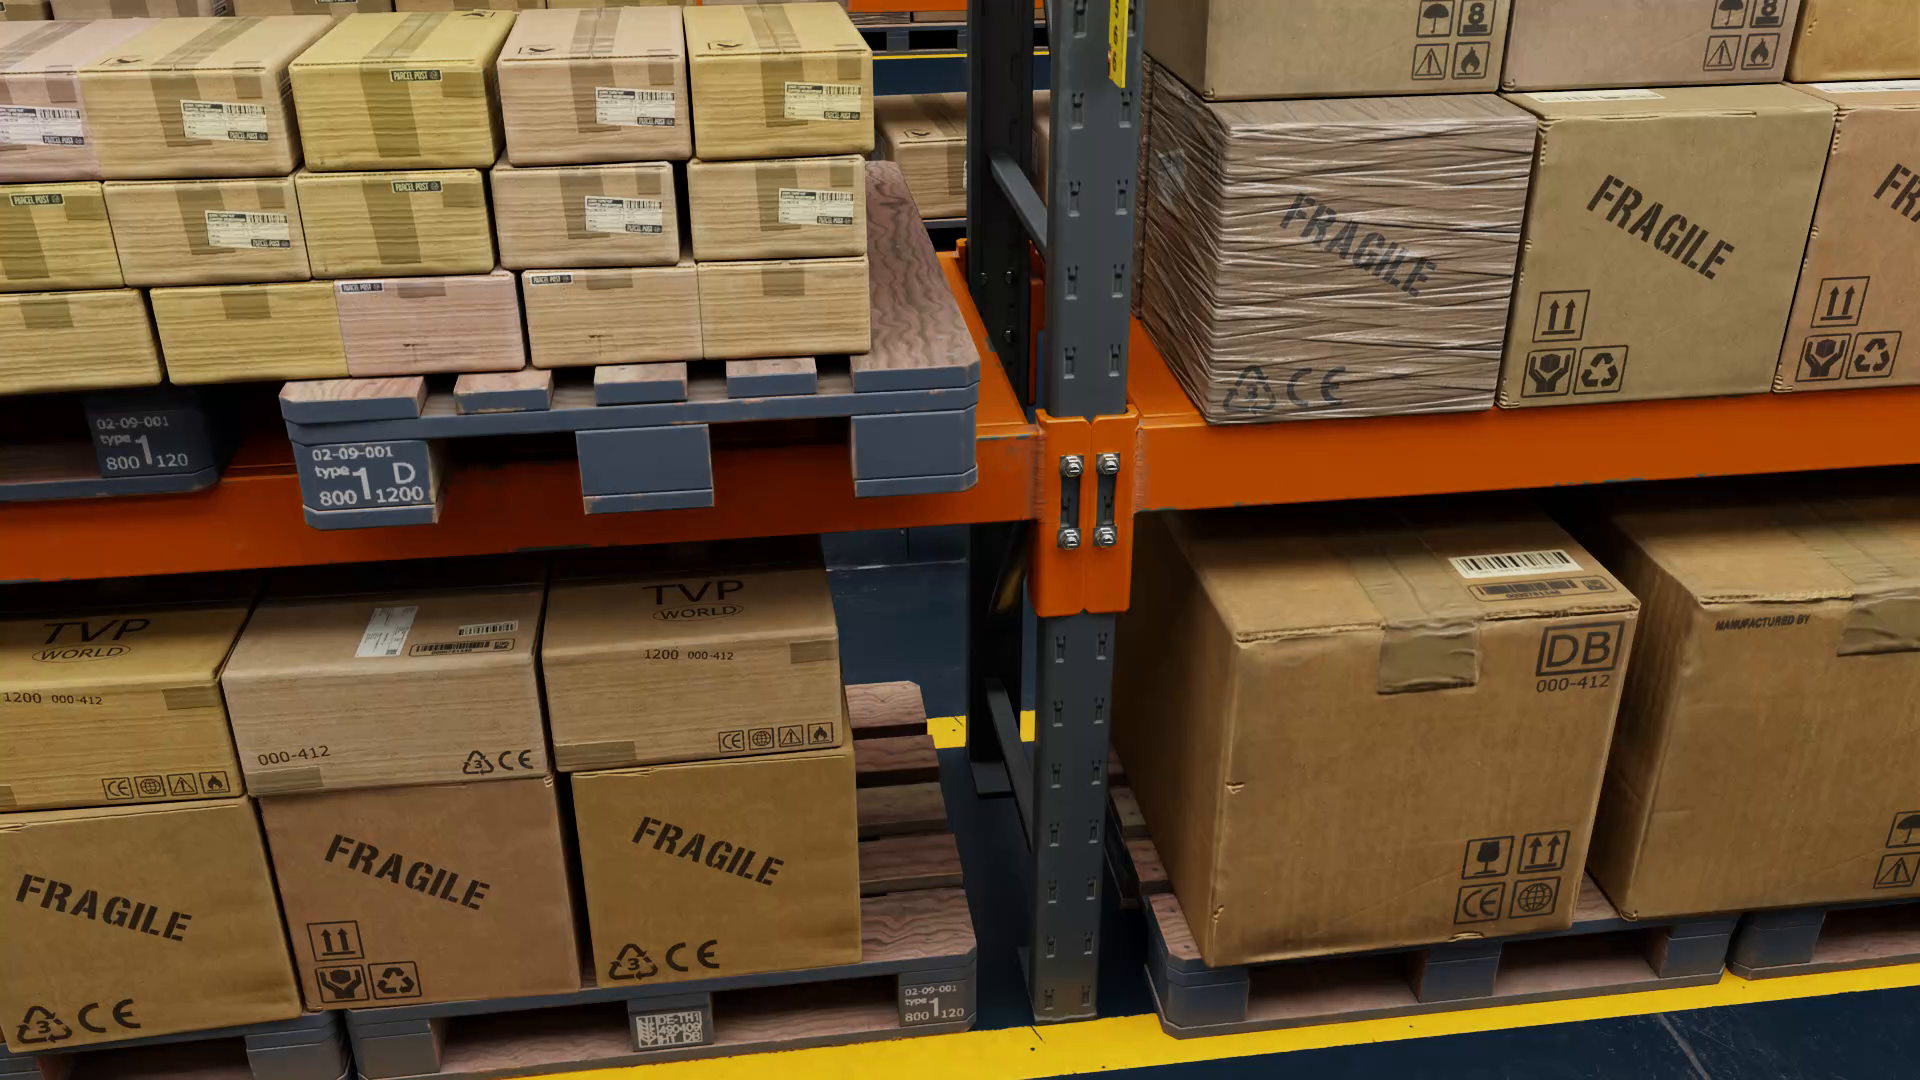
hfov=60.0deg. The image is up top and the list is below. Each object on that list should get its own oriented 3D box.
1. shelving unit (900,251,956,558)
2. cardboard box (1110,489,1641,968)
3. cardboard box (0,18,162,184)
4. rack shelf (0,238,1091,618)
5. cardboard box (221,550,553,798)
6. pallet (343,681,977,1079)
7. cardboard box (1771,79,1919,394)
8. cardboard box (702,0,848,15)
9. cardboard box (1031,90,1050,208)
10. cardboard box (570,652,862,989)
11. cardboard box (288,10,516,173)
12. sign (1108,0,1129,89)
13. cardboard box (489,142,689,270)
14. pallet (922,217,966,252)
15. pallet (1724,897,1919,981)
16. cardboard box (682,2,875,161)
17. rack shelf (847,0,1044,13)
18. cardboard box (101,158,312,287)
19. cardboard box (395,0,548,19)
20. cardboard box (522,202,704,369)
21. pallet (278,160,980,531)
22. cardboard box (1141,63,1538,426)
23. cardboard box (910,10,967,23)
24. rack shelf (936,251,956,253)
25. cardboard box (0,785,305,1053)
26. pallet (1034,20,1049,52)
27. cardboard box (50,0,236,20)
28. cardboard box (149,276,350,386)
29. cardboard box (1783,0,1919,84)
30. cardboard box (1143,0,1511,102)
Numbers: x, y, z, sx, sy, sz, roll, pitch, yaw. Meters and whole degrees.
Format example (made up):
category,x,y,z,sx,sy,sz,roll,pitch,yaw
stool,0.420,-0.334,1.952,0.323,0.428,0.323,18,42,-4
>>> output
category,x,y,z,sx,sy,sz,roll,pitch,yaw
shelving unit,-0.053,-0.464,5.004,0.252,1.050,0.215,-4,27,-7
cardboard box,0.760,0.230,3.521,0.750,0.750,1.050,-4,27,-8
cardboard box,-1.289,-0.625,2.345,0.250,0.149,0.380,-4,27,-7
rack shelf,-1.836,-0.139,3.023,4.000,0.370,1.077,-4,27,-7
cardboard box,-0.995,0.205,3.022,0.500,0.250,0.500,-3,27,-6
pallet,-0.629,0.703,3.648,1.213,0.211,1.003,-4,27,-7
cardboard box,1.629,-0.603,3.029,0.500,0.500,0.500,-4,27,-7
cardboard box,-0.344,-0.984,3.045,0.250,0.149,0.380,-4,27,-7
cardboard box,0.645,-1.917,8.119,0.625,0.372,0.950,-4,27,-8
cardboard box,-0.471,0.499,3.270,0.500,0.500,0.500,-4,27,-7
cardboard box,-0.785,-0.656,2.406,0.250,0.149,0.380,-3,27,-6
sign,0.230,-0.821,2.384,0.005,0.325,0.100,-4,27,-7
cardboard box,-0.545,-0.539,2.503,0.250,0.149,0.380,-3,27,-5
pallet,0.129,-1.626,8.188,1.213,0.211,1.003,-4,27,-7
pallet,2.141,0.562,3.923,1.213,0.211,1.003,-4,27,-7
cardboard box,-0.277,-0.688,2.468,0.250,0.149,0.380,-5,28,-9
rack shelf,1.335,-2.625,7.867,4.000,0.370,1.077,-4,27,-7
cardboard box,-1.053,-0.505,2.438,0.250,0.149,0.380,-4,27,-7
cardboard box,-0.849,-0.952,2.984,0.250,0.149,0.380,-4,27,-7
cardboard box,-0.526,-0.407,2.573,0.250,0.149,0.380,-4,27,-7
pallet,-0.546,-0.407,2.968,1.003,0.211,1.213,-4,27,-7
cardboard box,0.627,-0.537,2.902,0.500,0.500,0.500,-3,27,-7
cardboard box,-0.075,-4.270,12.428,0.625,0.625,0.875,-3,27,-5
rack shelf,-0.053,-0.707,4.879,0.240,0.259,0.215,-4,27,-7
cardboard box,-1.507,0.571,3.129,0.500,0.500,0.500,-5,28,-9
pallet,0.686,-3.931,12.681,1.213,0.211,1.003,-4,27,-7
cardboard box,-1.379,-0.918,2.916,0.250,0.149,0.380,-2,27,-5
cardboard box,-1.028,-0.376,2.513,0.250,0.149,0.380,-4,27,-8
cardboard box,1.599,-1.166,3.032,0.500,0.500,0.700,-4,27,-8
cardboard box,0.591,-1.100,2.902,0.500,0.500,0.700,-4,27,-7
